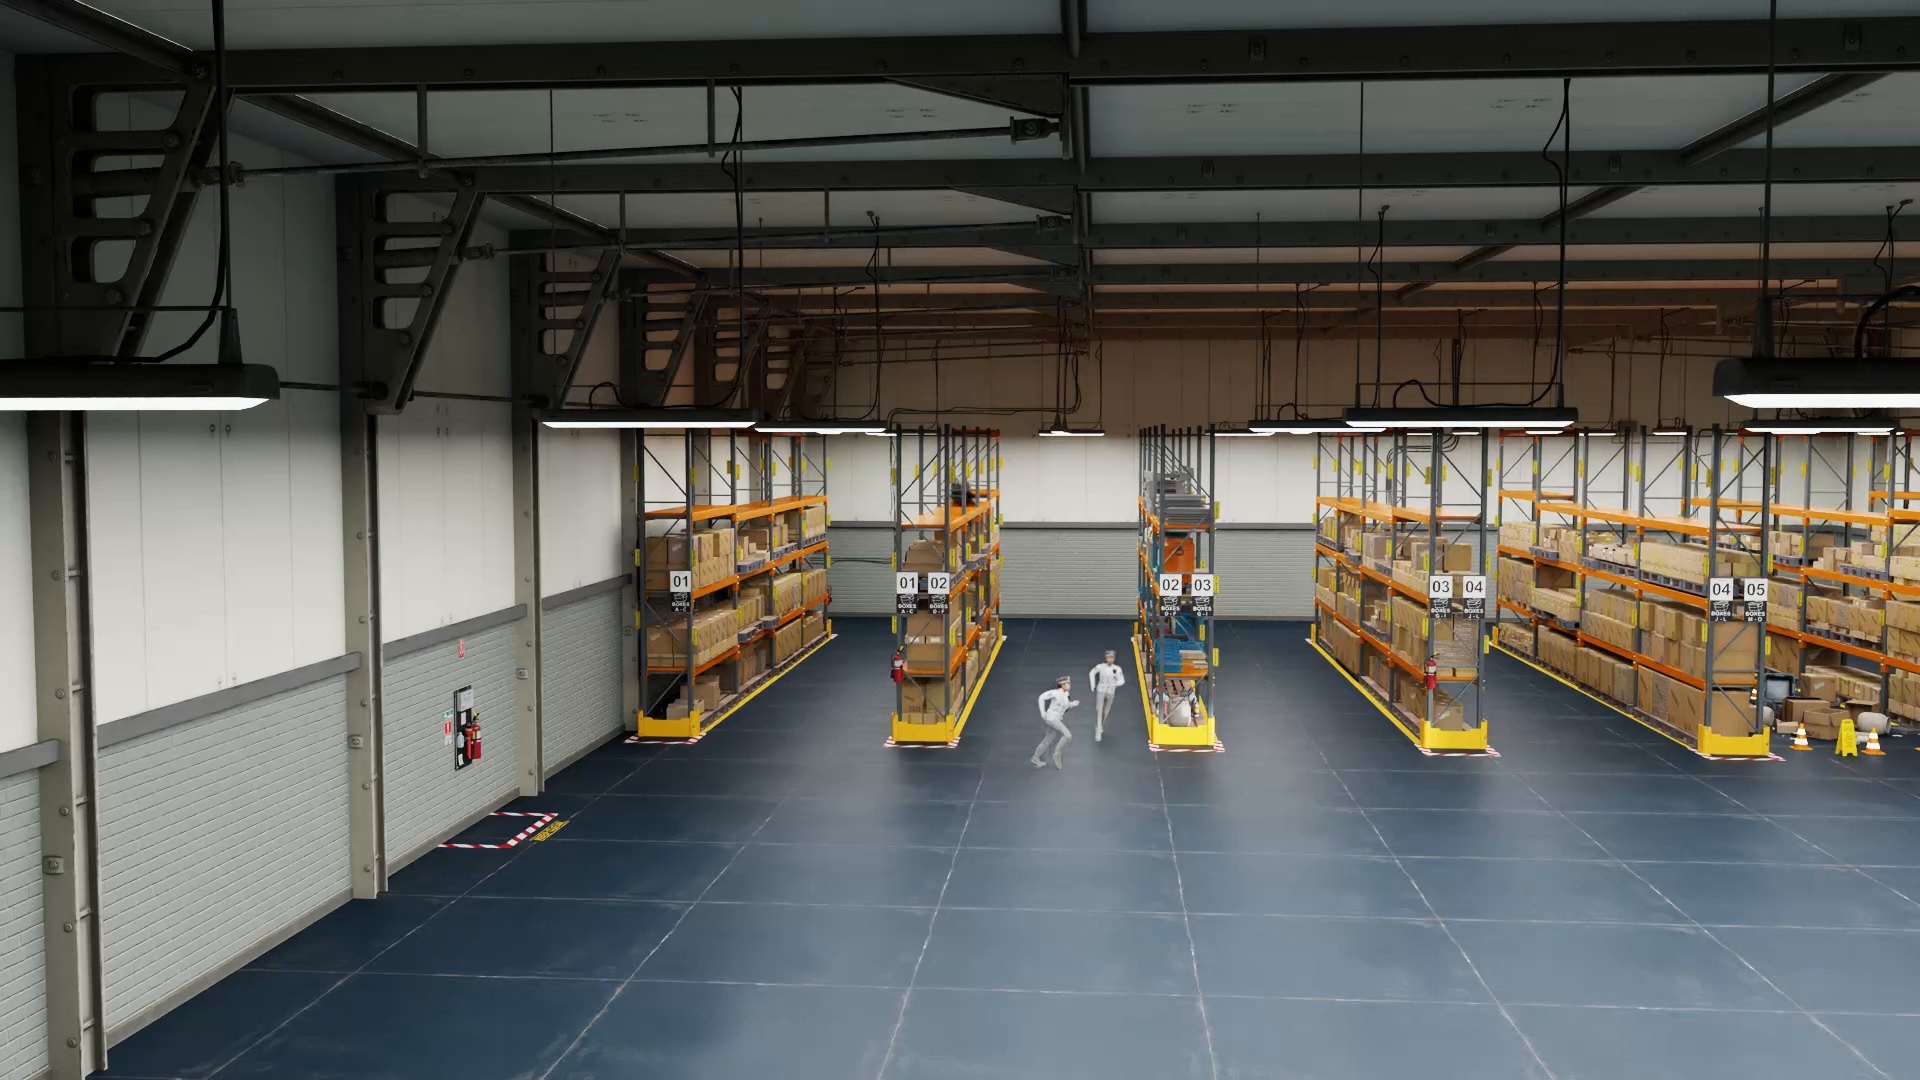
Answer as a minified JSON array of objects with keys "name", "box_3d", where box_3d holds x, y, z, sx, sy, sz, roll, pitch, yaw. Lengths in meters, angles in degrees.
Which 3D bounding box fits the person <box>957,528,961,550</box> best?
[{"name":"person","box_3d":[8.937,1.994,29.941,23.367,3.697,3.684,3,5,44]}]

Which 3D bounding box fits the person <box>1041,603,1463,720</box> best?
[{"name":"person","box_3d":[7.642,2.265,36.440,5.804,0.796,19.228,1,4,22]}]

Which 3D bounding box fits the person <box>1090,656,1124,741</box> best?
[{"name":"person","box_3d":[2.821,2.964,31.853,0.648,1.644,0.918,0,3,-1]}]
